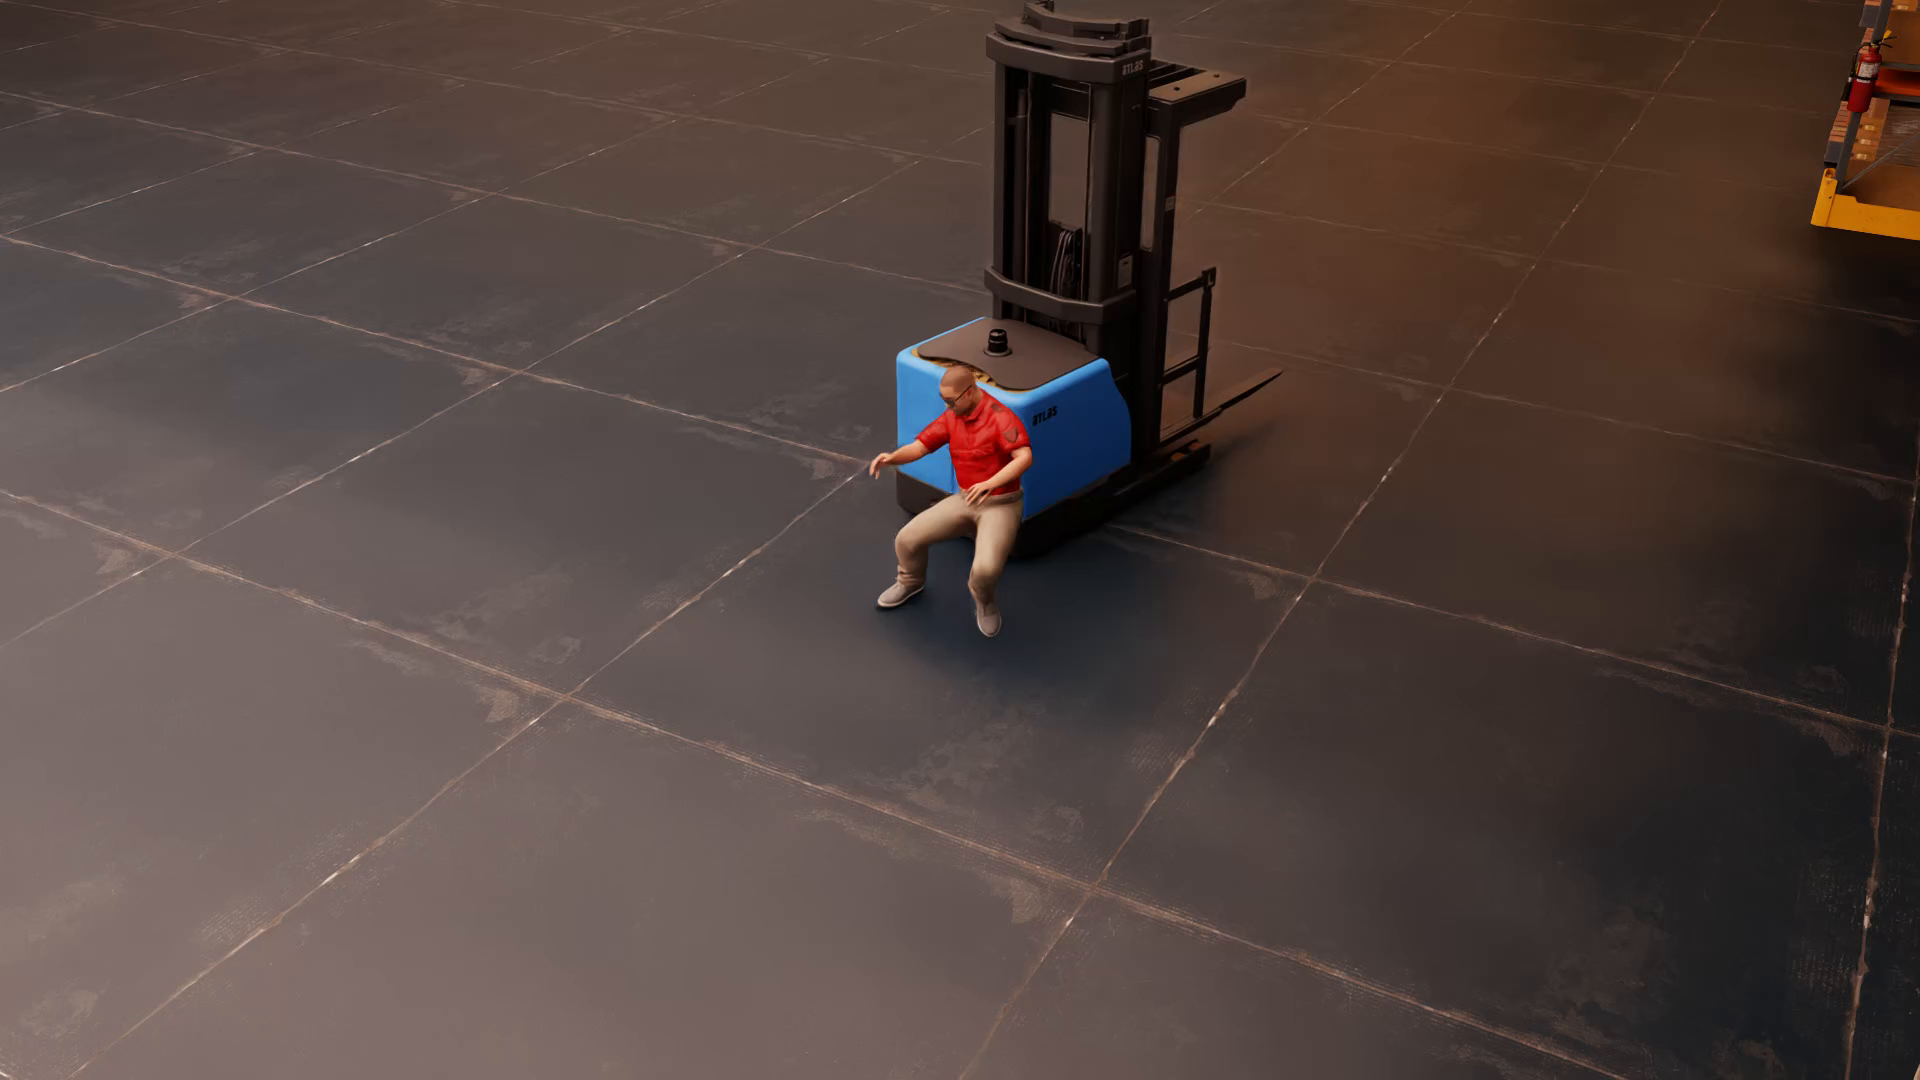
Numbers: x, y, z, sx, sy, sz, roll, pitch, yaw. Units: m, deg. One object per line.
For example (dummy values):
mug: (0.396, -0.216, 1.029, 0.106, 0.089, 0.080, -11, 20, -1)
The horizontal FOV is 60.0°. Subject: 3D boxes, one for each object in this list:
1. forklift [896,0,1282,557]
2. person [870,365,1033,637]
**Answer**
forklift: (0.980, -1.820, 10.224, 1.130, 2.935, 3.031, 25, 38, 36)
person: (-0.053, -0.174, 8.819, 0.785, 1.474, 0.916, -24, 38, -35)
